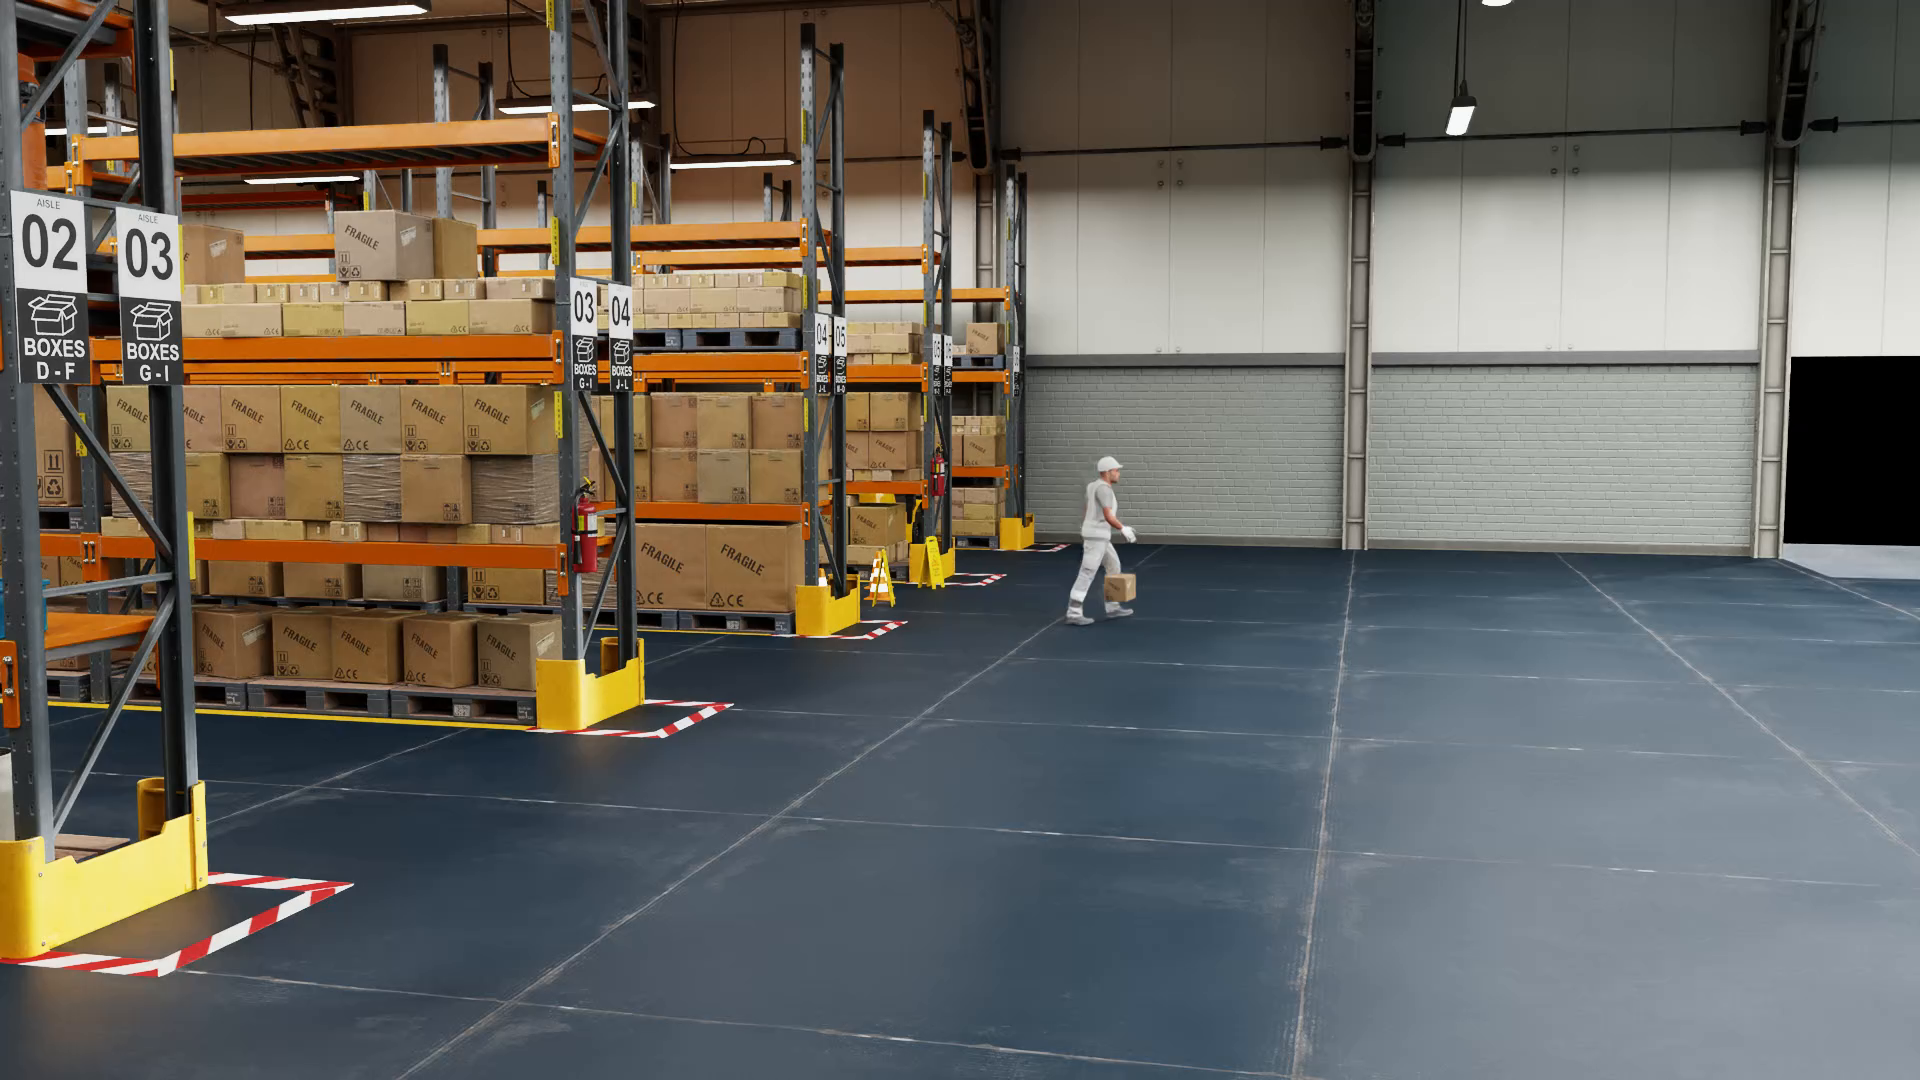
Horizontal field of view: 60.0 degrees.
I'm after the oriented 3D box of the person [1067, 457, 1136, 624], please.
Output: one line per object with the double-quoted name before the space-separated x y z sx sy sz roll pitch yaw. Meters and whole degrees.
"person" 1.490 -0.004 17.535 0.741 1.746 0.635 0 5 -1
